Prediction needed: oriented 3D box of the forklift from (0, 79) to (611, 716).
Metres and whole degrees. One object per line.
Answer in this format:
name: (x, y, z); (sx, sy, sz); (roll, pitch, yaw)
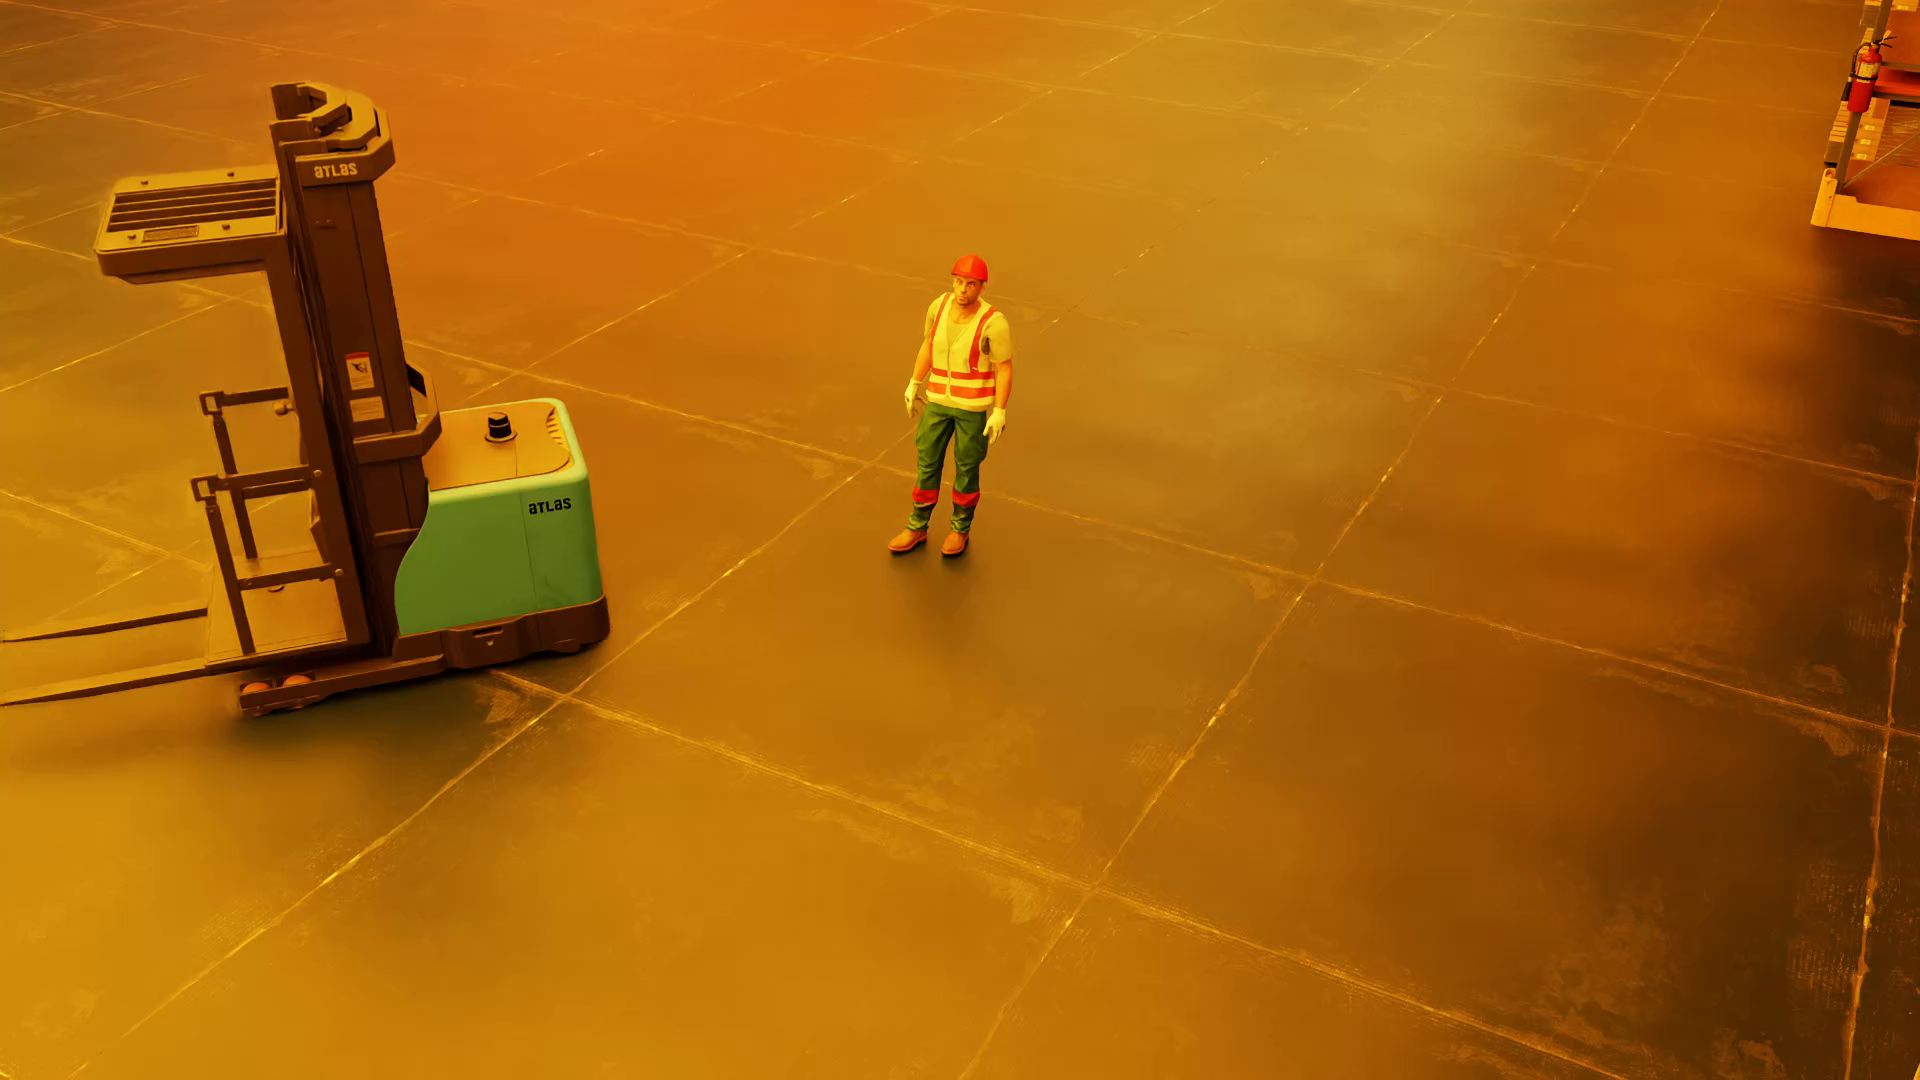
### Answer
forklift: (-3.466, -0.674, 8.238); (3.031, 2.935, 1.130); (-10, 31, -17)

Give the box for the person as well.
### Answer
person: (-0.049, -0.749, 9.497); (0.638, 1.787, 0.564); (15, 33, 25)
